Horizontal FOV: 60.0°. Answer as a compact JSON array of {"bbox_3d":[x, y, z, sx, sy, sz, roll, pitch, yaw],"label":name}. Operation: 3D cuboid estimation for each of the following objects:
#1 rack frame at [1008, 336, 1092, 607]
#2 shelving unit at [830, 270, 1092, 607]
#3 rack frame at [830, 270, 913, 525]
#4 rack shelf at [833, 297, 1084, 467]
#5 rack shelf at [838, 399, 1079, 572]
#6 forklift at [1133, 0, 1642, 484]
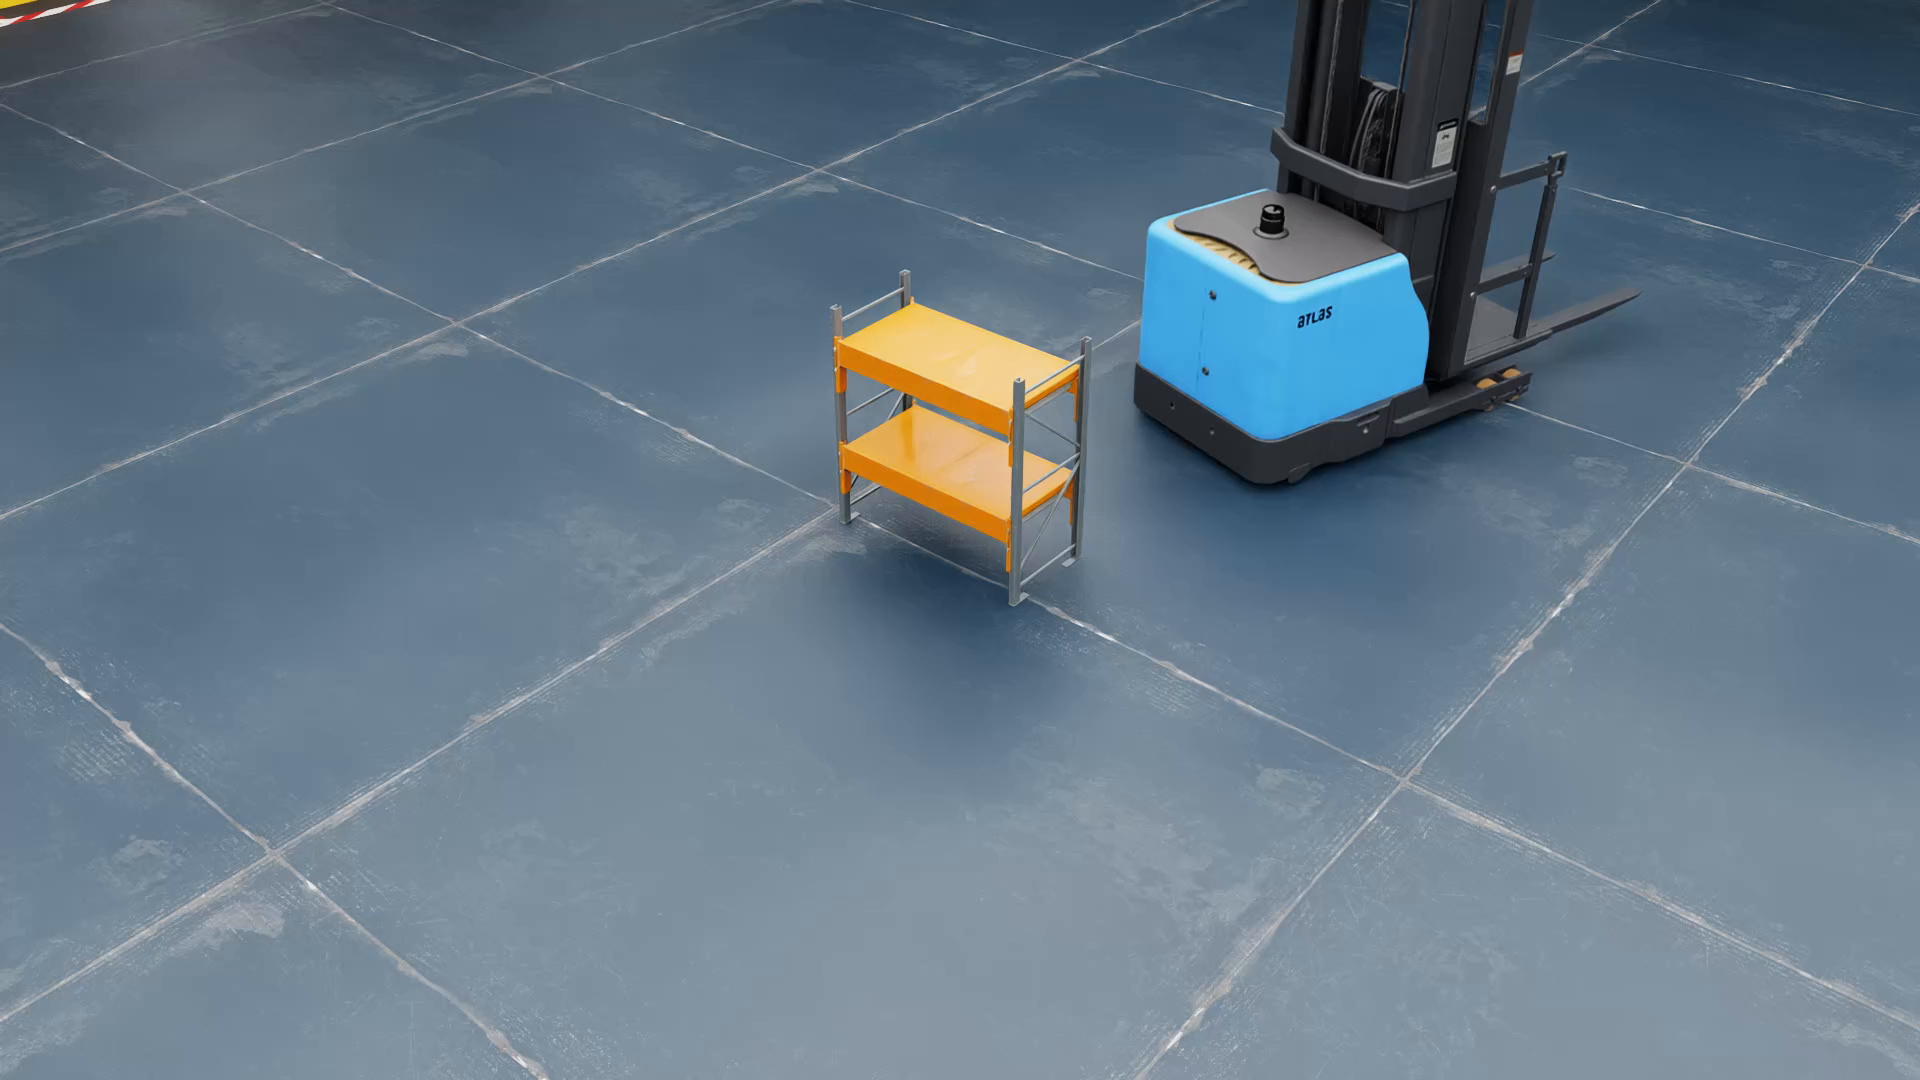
[{"bbox_3d":[0.385,-0.282,7.167,0.032,1.125,0.500,25,42,32],"label":"rack frame"},{"bbox_3d":[-0.005,-0.466,7.435,1.048,1.125,0.538,25,42,32],"label":"shelving unit"},{"bbox_3d":[-0.396,-0.650,7.703,0.032,1.125,0.500,25,42,32],"label":"rack frame"},{"bbox_3d":[-0.005,-0.707,7.269,1.000,0.278,0.538,25,42,32],"label":"rack shelf"},{"bbox_3d":[-0.005,-0.265,7.574,1.000,0.278,0.538,25,42,32],"label":"rack shelf"},{"bbox_3d":[2.414,-2.115,8.241,3.031,2.935,1.130,-21,39,-27],"label":"forklift"}]
